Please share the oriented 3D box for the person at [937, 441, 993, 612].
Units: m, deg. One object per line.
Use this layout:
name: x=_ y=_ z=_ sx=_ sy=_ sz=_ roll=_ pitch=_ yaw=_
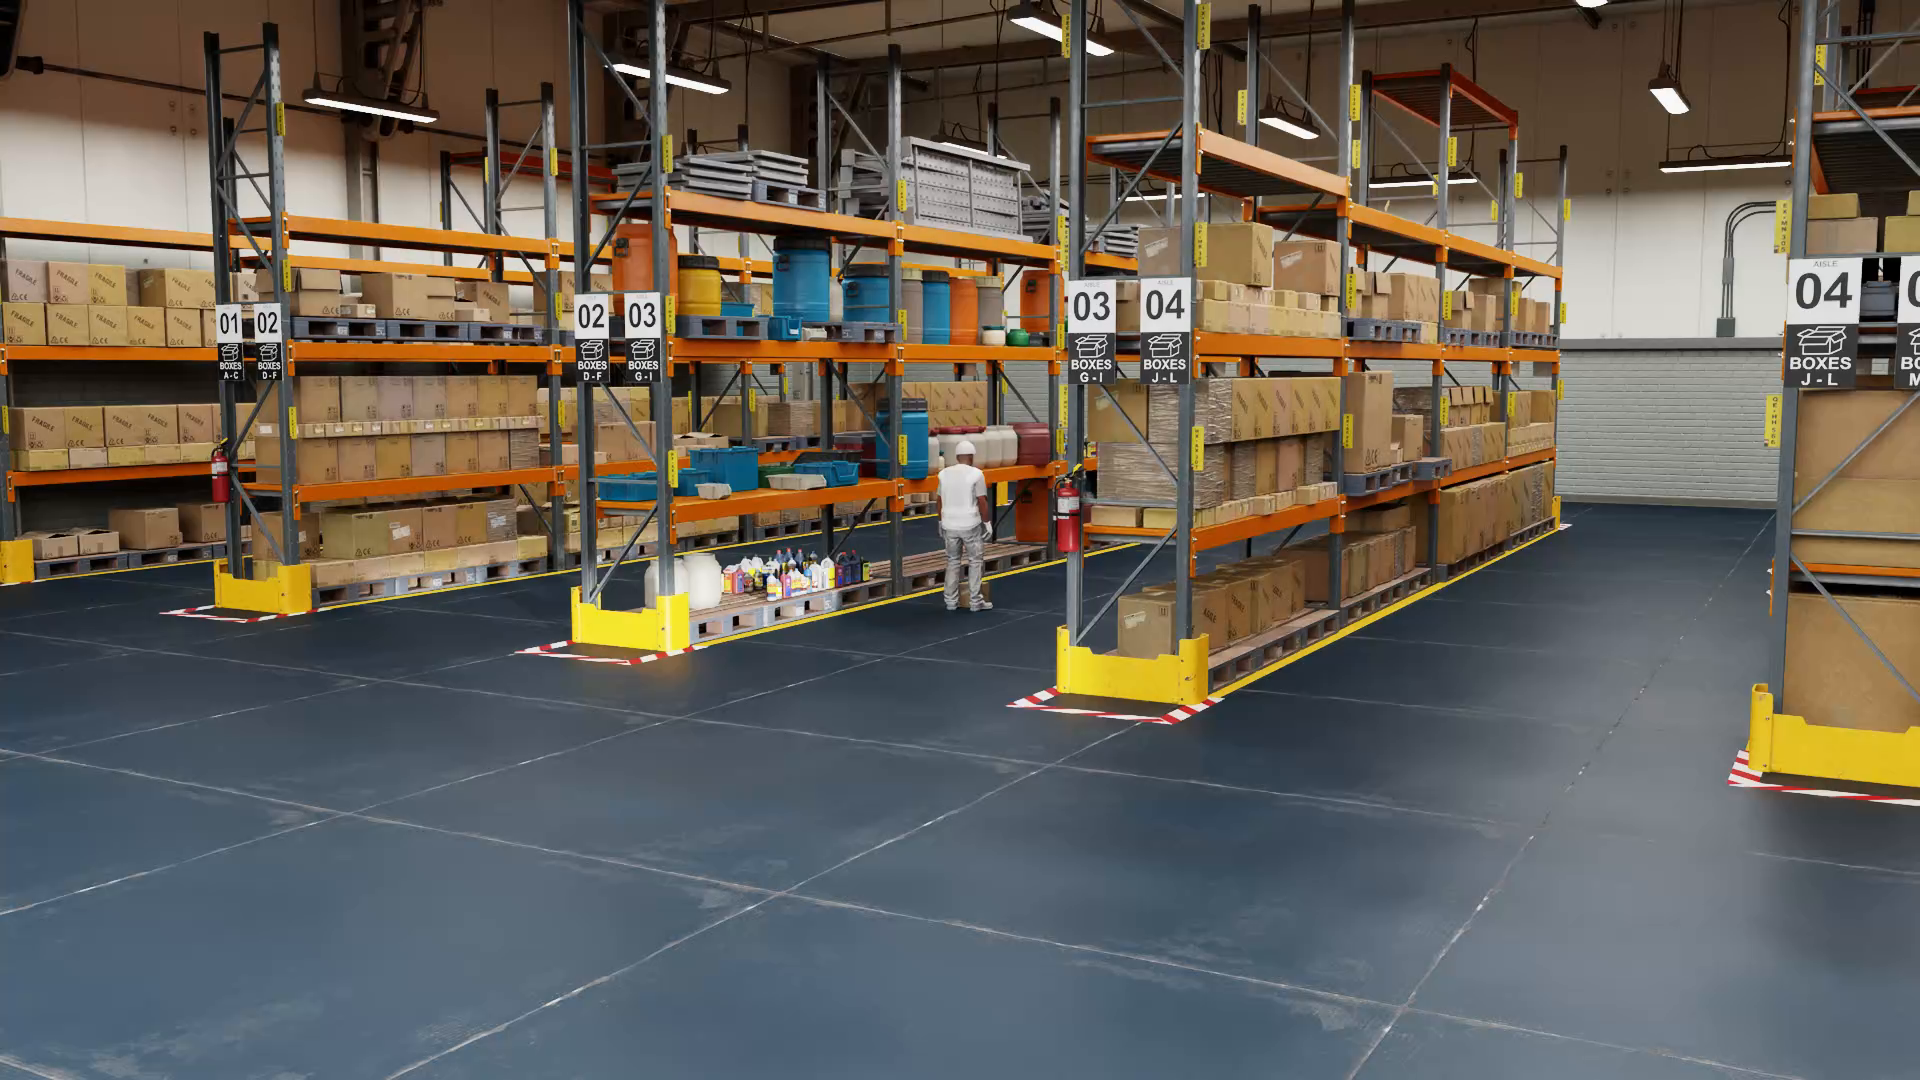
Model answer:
person: x=0.047 y=-0.151 z=17.492 sx=0.618 sy=1.774 sz=0.447 roll=3 pitch=7 yaw=29
